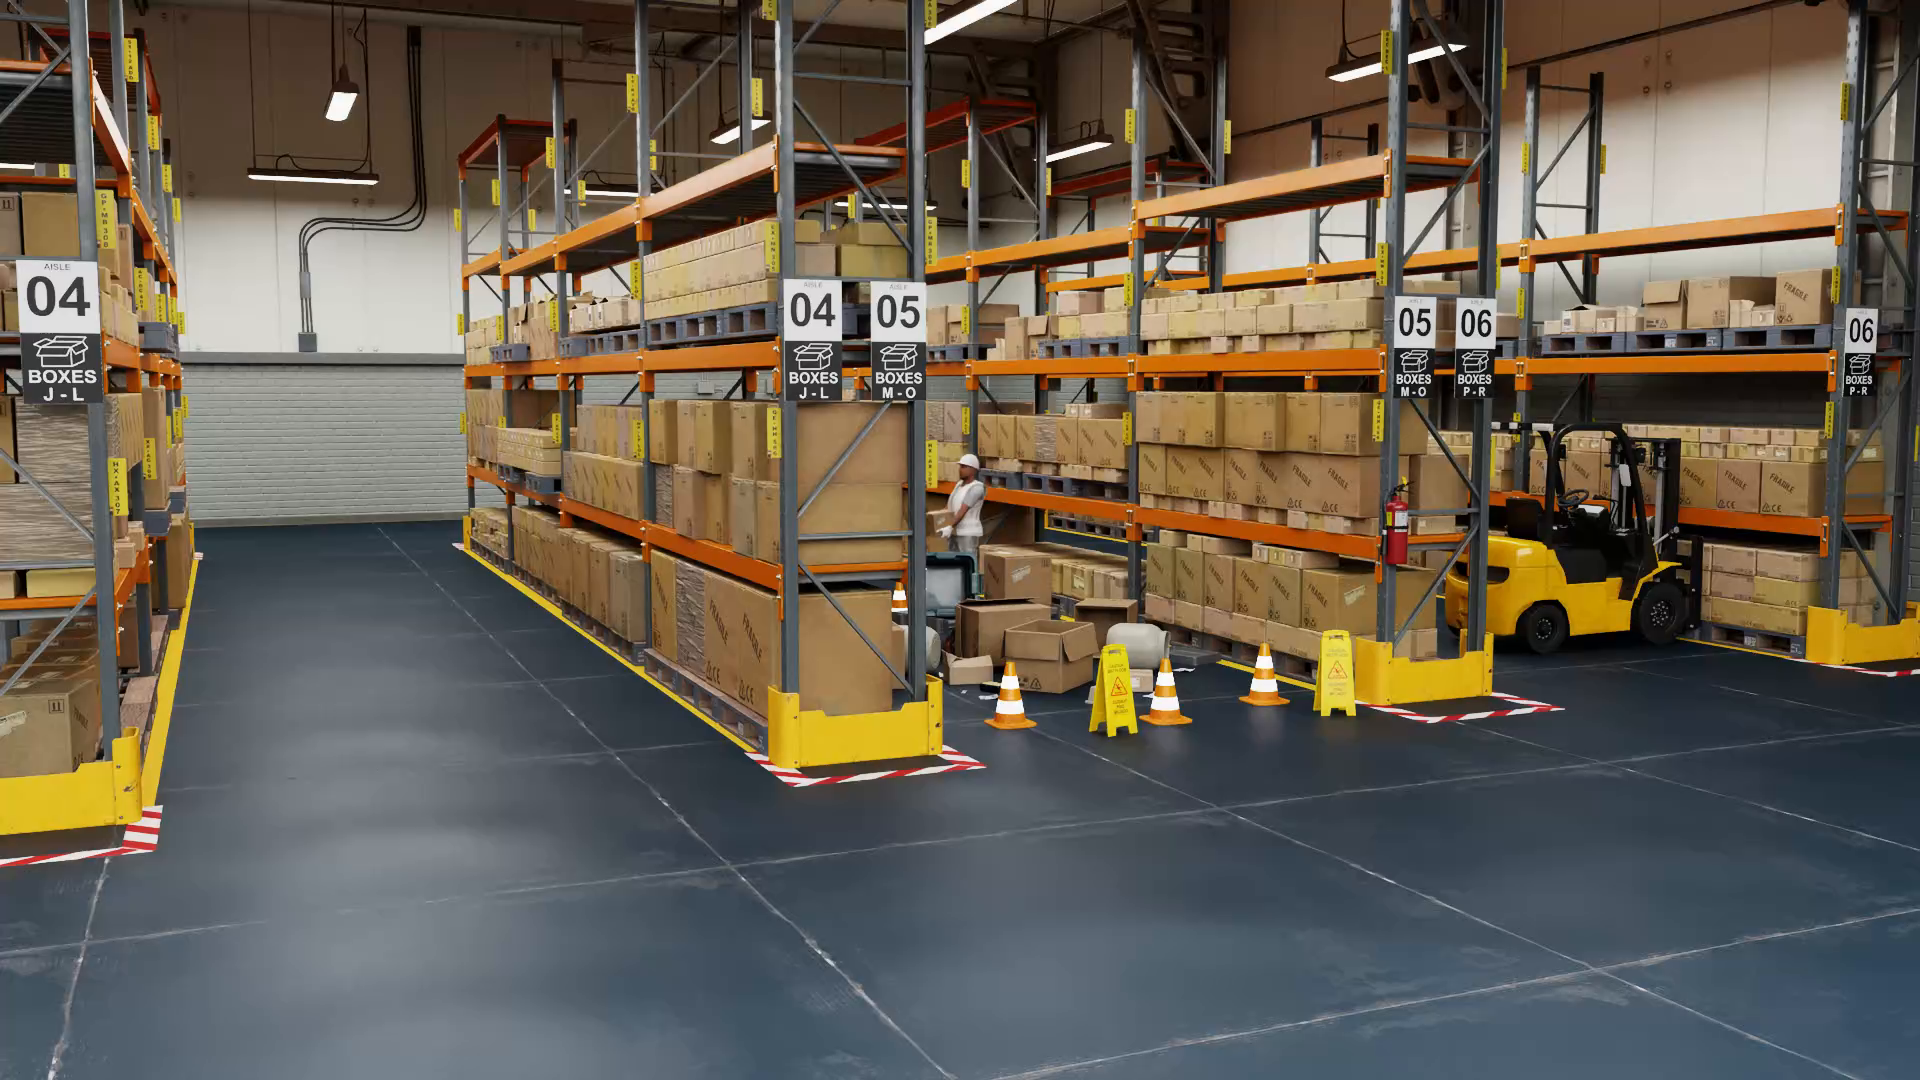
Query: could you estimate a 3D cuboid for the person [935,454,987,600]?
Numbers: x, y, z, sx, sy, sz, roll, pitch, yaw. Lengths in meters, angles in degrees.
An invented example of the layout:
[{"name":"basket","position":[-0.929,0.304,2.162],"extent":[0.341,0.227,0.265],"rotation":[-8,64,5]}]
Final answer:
[{"name":"person","position":[-0.042,-0.028,17.815],"extent":[0.580,1.779,0.488],"rotation":[-2,6,-24]}]
